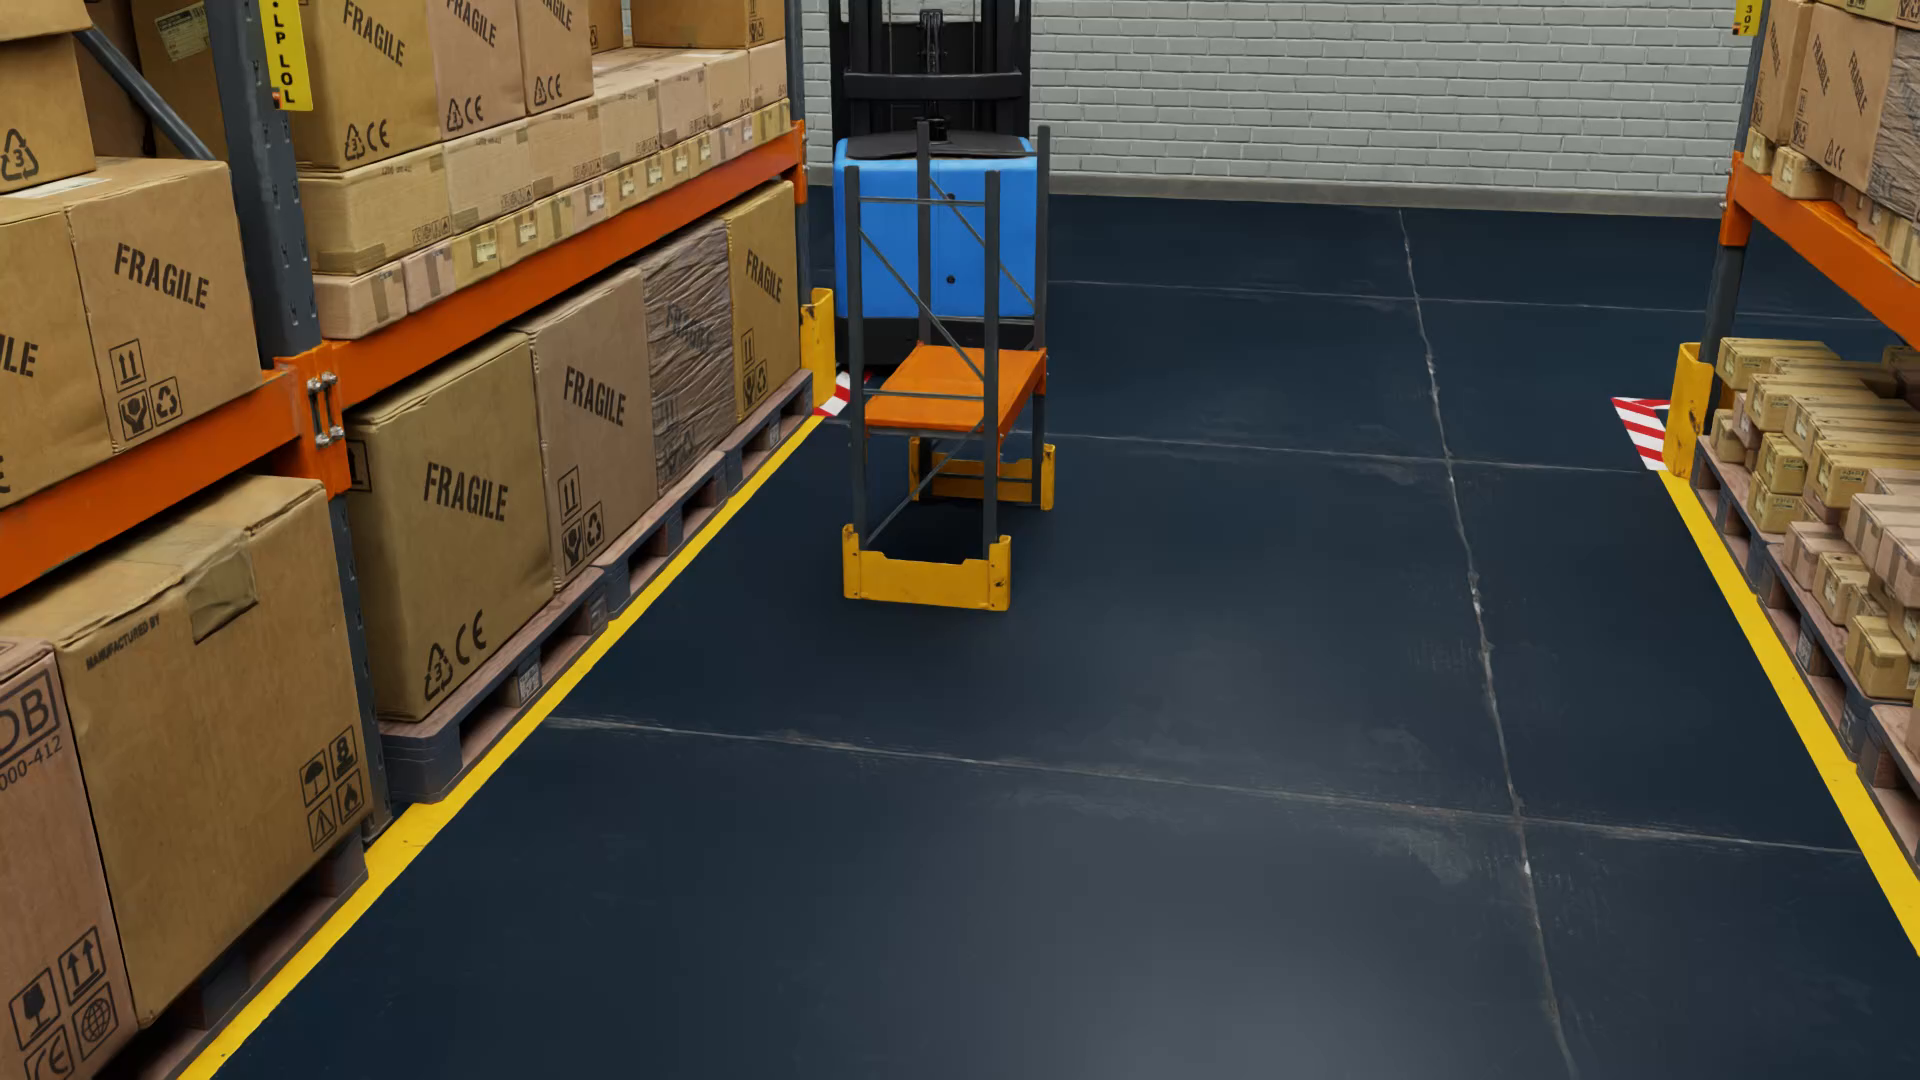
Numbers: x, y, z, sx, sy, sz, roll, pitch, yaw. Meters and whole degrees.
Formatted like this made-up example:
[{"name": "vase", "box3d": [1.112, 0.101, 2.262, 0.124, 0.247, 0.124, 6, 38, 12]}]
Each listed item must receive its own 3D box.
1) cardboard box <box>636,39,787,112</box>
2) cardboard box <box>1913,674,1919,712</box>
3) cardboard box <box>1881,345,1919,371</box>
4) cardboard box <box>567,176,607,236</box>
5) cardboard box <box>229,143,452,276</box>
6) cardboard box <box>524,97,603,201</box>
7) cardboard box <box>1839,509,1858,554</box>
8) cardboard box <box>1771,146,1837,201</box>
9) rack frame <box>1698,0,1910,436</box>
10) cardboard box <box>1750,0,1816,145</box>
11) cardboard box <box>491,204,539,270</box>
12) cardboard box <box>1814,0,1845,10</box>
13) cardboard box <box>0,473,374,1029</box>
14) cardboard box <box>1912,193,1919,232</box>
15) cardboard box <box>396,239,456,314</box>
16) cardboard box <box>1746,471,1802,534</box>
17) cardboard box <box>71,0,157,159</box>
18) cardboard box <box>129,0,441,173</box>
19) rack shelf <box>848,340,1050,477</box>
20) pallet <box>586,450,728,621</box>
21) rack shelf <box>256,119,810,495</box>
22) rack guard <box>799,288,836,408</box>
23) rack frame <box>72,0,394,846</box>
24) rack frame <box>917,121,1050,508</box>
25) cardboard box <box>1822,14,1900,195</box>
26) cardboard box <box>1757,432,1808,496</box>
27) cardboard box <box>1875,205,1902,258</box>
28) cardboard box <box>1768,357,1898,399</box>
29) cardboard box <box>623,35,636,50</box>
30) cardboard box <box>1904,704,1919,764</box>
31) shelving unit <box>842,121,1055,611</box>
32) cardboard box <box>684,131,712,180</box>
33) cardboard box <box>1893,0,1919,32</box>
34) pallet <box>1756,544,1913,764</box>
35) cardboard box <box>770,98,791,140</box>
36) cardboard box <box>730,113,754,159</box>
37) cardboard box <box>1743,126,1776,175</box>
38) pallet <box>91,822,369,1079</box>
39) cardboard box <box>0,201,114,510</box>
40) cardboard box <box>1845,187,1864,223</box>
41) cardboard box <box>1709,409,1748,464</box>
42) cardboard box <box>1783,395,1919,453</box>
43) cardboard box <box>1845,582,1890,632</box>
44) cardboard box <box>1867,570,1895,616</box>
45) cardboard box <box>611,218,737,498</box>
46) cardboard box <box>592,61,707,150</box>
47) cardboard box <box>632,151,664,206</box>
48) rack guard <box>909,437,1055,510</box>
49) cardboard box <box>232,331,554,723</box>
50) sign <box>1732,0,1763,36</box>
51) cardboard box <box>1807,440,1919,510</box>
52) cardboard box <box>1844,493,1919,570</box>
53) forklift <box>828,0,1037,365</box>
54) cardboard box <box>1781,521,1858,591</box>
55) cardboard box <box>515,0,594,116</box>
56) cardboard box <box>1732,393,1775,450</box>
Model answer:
[{"name": "cardboard box", "box3d": [-1.048, -1.983, 7.065, 0.500, 0.250, 0.500, 4, 22, 10]}, {"name": "cardboard box", "box3d": [2.644, 0.417, 4.160, 0.380, 0.149, 0.250, 4, 22, 9]}, {"name": "cardboard box", "box3d": [3.767, -0.633, 6.367, 0.380, 0.149, 0.250, 5, 22, 12]}, {"name": "cardboard box", "box3d": [-1.375, -1.090, 5.381, 0.380, 0.149, 0.250, 5, 22, 12]}, {"name": "cardboard box", "box3d": [-1.672, -0.870, 4.300, 0.500, 0.250, 0.500, 4, 22, 10]}, {"name": "cardboard box", "box3d": [-1.466, -1.241, 5.223, 0.500, 0.250, 0.500, 5, 22, 12]}, {"name": "cardboard box", "box3d": [3.059, -0.051, 5.322, 0.380, 0.149, 0.250, 6, 23, 14]}, {"name": "cardboard box", "box3d": [3.121, -1.297, 5.894, 0.380, 0.149, 0.250, 4, 22, 9]}, {"name": "rack frame", "box3d": [3.627, -1.697, 6.553, 1.000, 3.000, 0.127, 4, 22, 11]}, {"name": "cardboard box", "box3d": [3.264, -1.739, 6.123, 0.500, 0.500, 0.500, 6, 23, 13]}, {"name": "cardboard box", "box3d": [-1.480, -0.905, 4.921, 0.380, 0.149, 0.250, 4, 22, 9]}, {"name": "cardboard box", "box3d": [3.178, -2.016, 5.475, 0.500, 0.500, 0.500, 5, 22, 12]}, {"name": "cardboard box", "box3d": [-2.136, 0.377, 3.684, 1.225, 0.875, 0.875, 5, 22, 11]}, {"name": "cardboard box", "box3d": [2.842, -0.989, 4.262, 0.500, 0.500, 0.500, 4, 22, 11]}, {"name": "cardboard box", "box3d": [-1.585, -0.712, 4.442, 0.380, 0.149, 0.250, 4, 22, 9]}, {"name": "cardboard box", "box3d": [3.030, -0.124, 5.900, 0.380, 0.149, 0.250, 5, 22, 12]}, {"name": "cardboard box", "box3d": [-2.193, -1.254, 4.251, 0.500, 0.500, 0.500, 5, 22, 12]}, {"name": "cardboard box", "box3d": [-1.677, -1.221, 4.170, 0.500, 0.500, 0.500, 4, 22, 11]}, {"name": "rack shelf", "box3d": [-0.017, -0.498, 6.063, 0.538, 0.185, 1.000, 4, 22, 11]}, {"name": "pallet", "box3d": [-1.546, -0.076, 6.259, 1.003, 0.211, 1.213, 4, 22, 11]}, {"name": "rack shelf", "box3d": [-1.617, -1.047, 5.901, 1.077, 0.370, 4.000, 4, 22, 11]}, {"name": "rack guard", "box3d": [-1.204, -0.962, 8.072, 1.175, 0.500, 0.348, 4, 22, 11]}, {"name": "rack frame", "box3d": [-2.025, -0.649, 3.951, 1.000, 3.000, 0.127, 4, 22, 11]}, {"name": "rack frame", "box3d": [0.086, -0.850, 6.458, 0.500, 1.500, 0.032, 4, 22, 11]}, {"name": "cardboard box", "box3d": [3.068, -1.363, 5.190, 0.500, 0.500, 0.500, 5, 22, 12]}, {"name": "cardboard box", "box3d": [3.035, -0.258, 5.835, 0.380, 0.149, 0.250, 5, 23, 13]}, {"name": "cardboard box", "box3d": [2.971, -0.913, 4.941, 0.380, 0.149, 0.250, 5, 23, 13]}, {"name": "cardboard box", "box3d": [3.249, -0.570, 6.211, 0.380, 0.149, 0.250, 5, 22, 12]}, {"name": "cardboard box", "box3d": [-1.571, -2.026, 7.171, 0.500, 0.250, 0.500, 4, 22, 9]}, {"name": "cardboard box", "box3d": [2.682, 0.534, 4.267, 0.380, 0.149, 0.250, 4, 22, 9]}, {"name": "shelving unit", "box3d": [-0.016, -0.668, 6.004, 0.587, 1.500, 1.083, 4, 22, 11]}, {"name": "cardboard box", "box3d": [-1.166, -1.467, 6.317, 0.380, 0.149, 0.250, 4, 22, 10]}, {"name": "cardboard box", "box3d": [2.950, -1.641, 4.543, 0.500, 0.500, 0.500, 4, 22, 9]}, {"name": "pallet", "box3d": [3.159, 0.363, 5.169, 1.003, 0.211, 1.213, 4, 22, 11]}, {"name": "cardboard box", "box3d": [-0.959, -1.840, 7.245, 0.380, 0.149, 0.250, 5, 22, 12]}, {"name": "cardboard box", "box3d": [-1.063, -1.653, 6.779, 0.380, 0.149, 0.250, 5, 22, 11]}, {"name": "cardboard box", "box3d": [3.240, -1.487, 6.367, 0.380, 0.149, 0.250, 4, 22, 10]}, {"name": "pallet", "box3d": [-2.108, 0.932, 3.757, 1.003, 0.211, 1.213, 4, 22, 11]}, {"name": "cardboard box", "box3d": [-1.960, -0.324, 3.008, 0.500, 0.500, 0.500, 5, 23, 13]}, {"name": "cardboard box", "box3d": [3.123, -1.094, 5.391, 0.380, 0.149, 0.250, 4, 22, 10]}, {"name": "cardboard box", "box3d": [3.206, -0.402, 6.592, 0.380, 0.149, 0.250, 5, 22, 12]}, {"name": "cardboard box", "box3d": [3.102, -0.391, 5.766, 0.380, 0.149, 0.250, 3, 22, 8]}, {"name": "cardboard box", "box3d": [2.887, 0.255, 4.959, 0.380, 0.149, 0.250, 5, 22, 12]}, {"name": "cardboard box", "box3d": [2.898, 0.141, 4.844, 0.380, 0.149, 0.250, 3, 22, 8]}, {"name": "cardboard box", "box3d": [-1.446, -0.749, 6.479, 0.875, 0.875, 0.875, 4, 22, 11]}, {"name": "cardboard box", "box3d": [-1.255, -1.612, 6.143, 0.500, 0.250, 0.500, 4, 22, 9]}, {"name": "cardboard box", "box3d": [-1.271, -1.281, 5.856, 0.380, 0.149, 0.250, 5, 22, 12]}, {"name": "rack guard", "box3d": [0.086, -0.270, 6.690, 0.587, 0.250, 0.087, 4, 22, 11]}, {"name": "cardboard box", "box3d": [-1.812, -0.094, 4.854, 0.875, 0.875, 0.875, 4, 22, 11]}, {"name": "sign", "box3d": [3.095, -2.140, 6.494, 0.100, 0.325, 0.005, 4, 22, 11]}, {"name": "cardboard box", "box3d": [2.938, -0.197, 5.285, 0.380, 0.149, 0.250, 5, 22, 12]}, {"name": "cardboard box", "box3d": [2.822, -0.015, 4.834, 0.380, 0.149, 0.250, 4, 22, 9]}, {"name": "forklift", "box3d": [-0.173, -2.743, 9.241, 1.130, 2.935, 3.031, -1, 22, -2]}, {"name": "cardboard box", "box3d": [2.935, 0.061, 5.441, 0.380, 0.149, 0.250, 3, 22, 8]}, {"name": "cardboard box", "box3d": [-1.467, -1.592, 5.089, 0.500, 0.500, 0.500, 4, 22, 9]}, {"name": "cardboard box", "box3d": [3.157, -0.440, 6.286, 0.380, 0.149, 0.250, 4, 22, 11]}]
